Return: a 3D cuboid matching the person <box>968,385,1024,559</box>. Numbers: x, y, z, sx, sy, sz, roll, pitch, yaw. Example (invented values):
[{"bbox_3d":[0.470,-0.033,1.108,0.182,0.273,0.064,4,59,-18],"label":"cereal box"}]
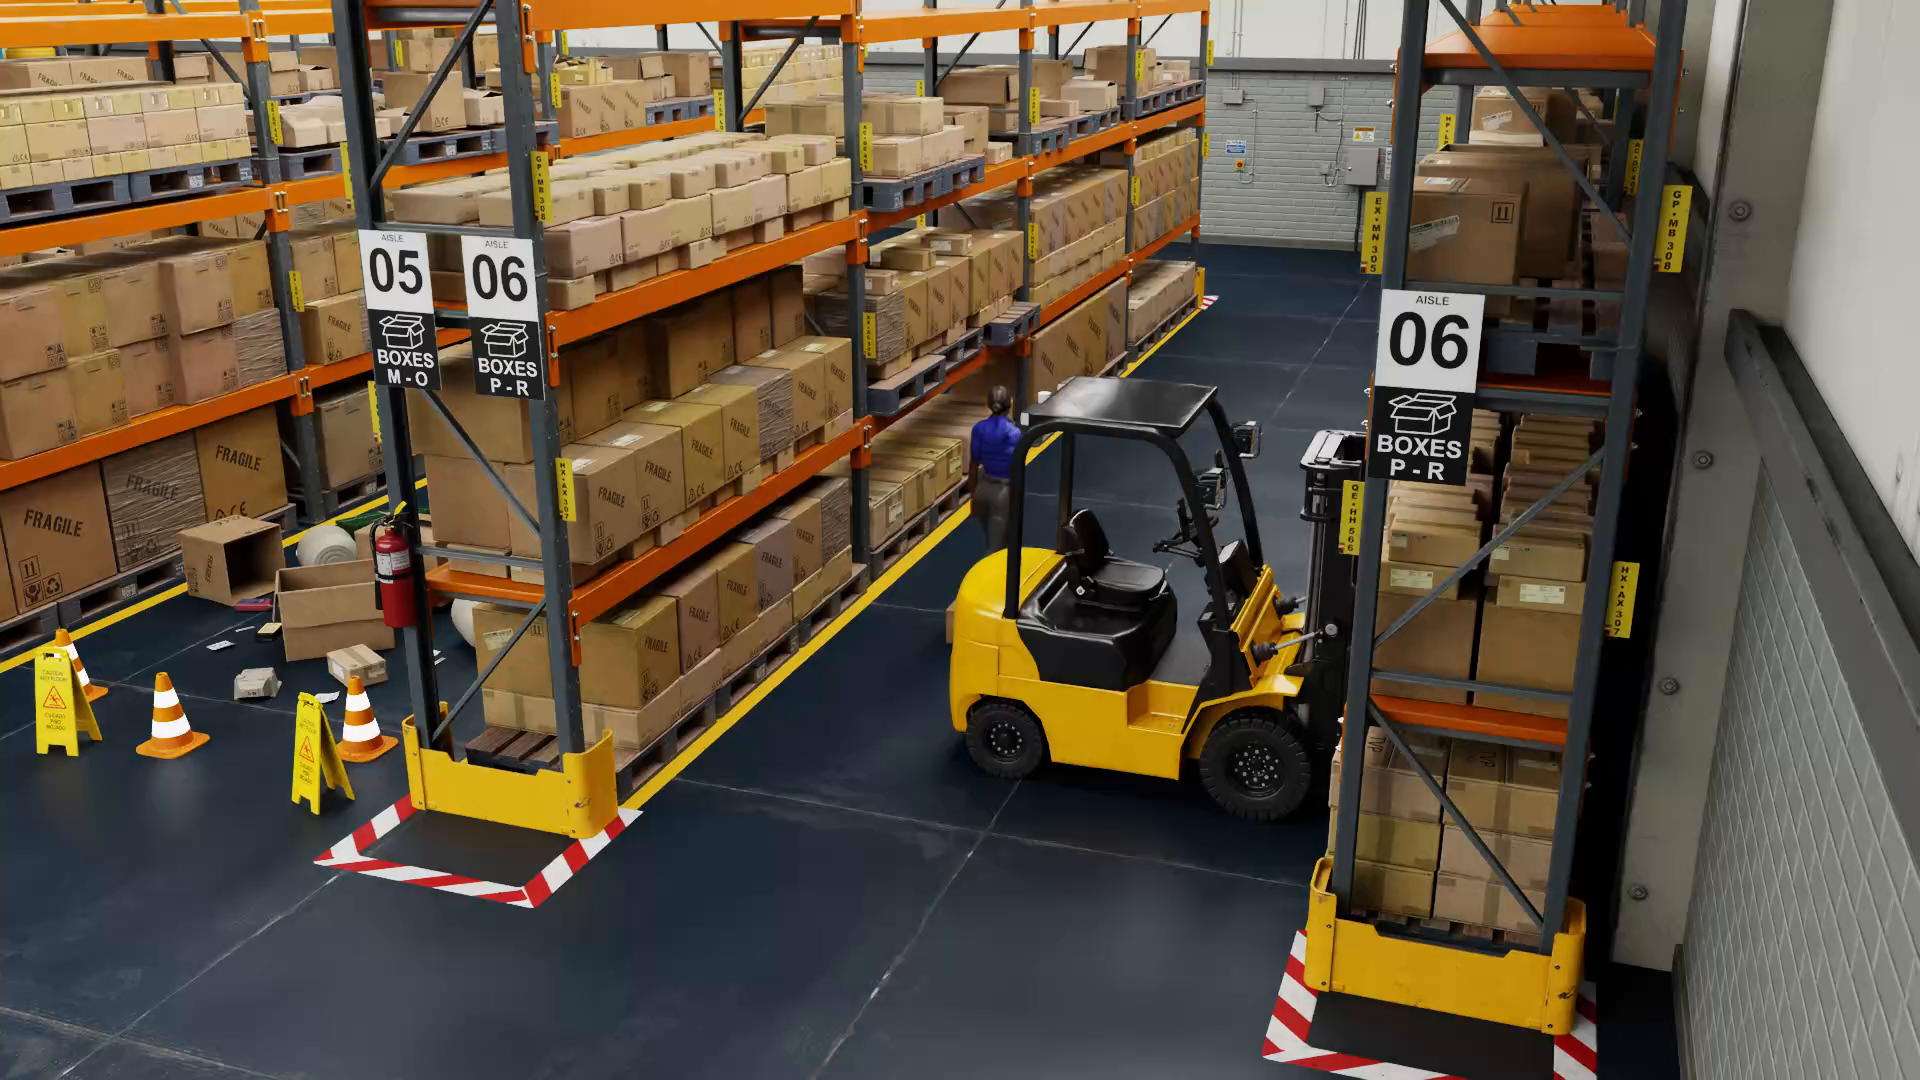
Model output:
[{"bbox_3d":[0.241,-0.278,11.895,0.492,1.647,0.555,18,26,42],"label":"person"}]
